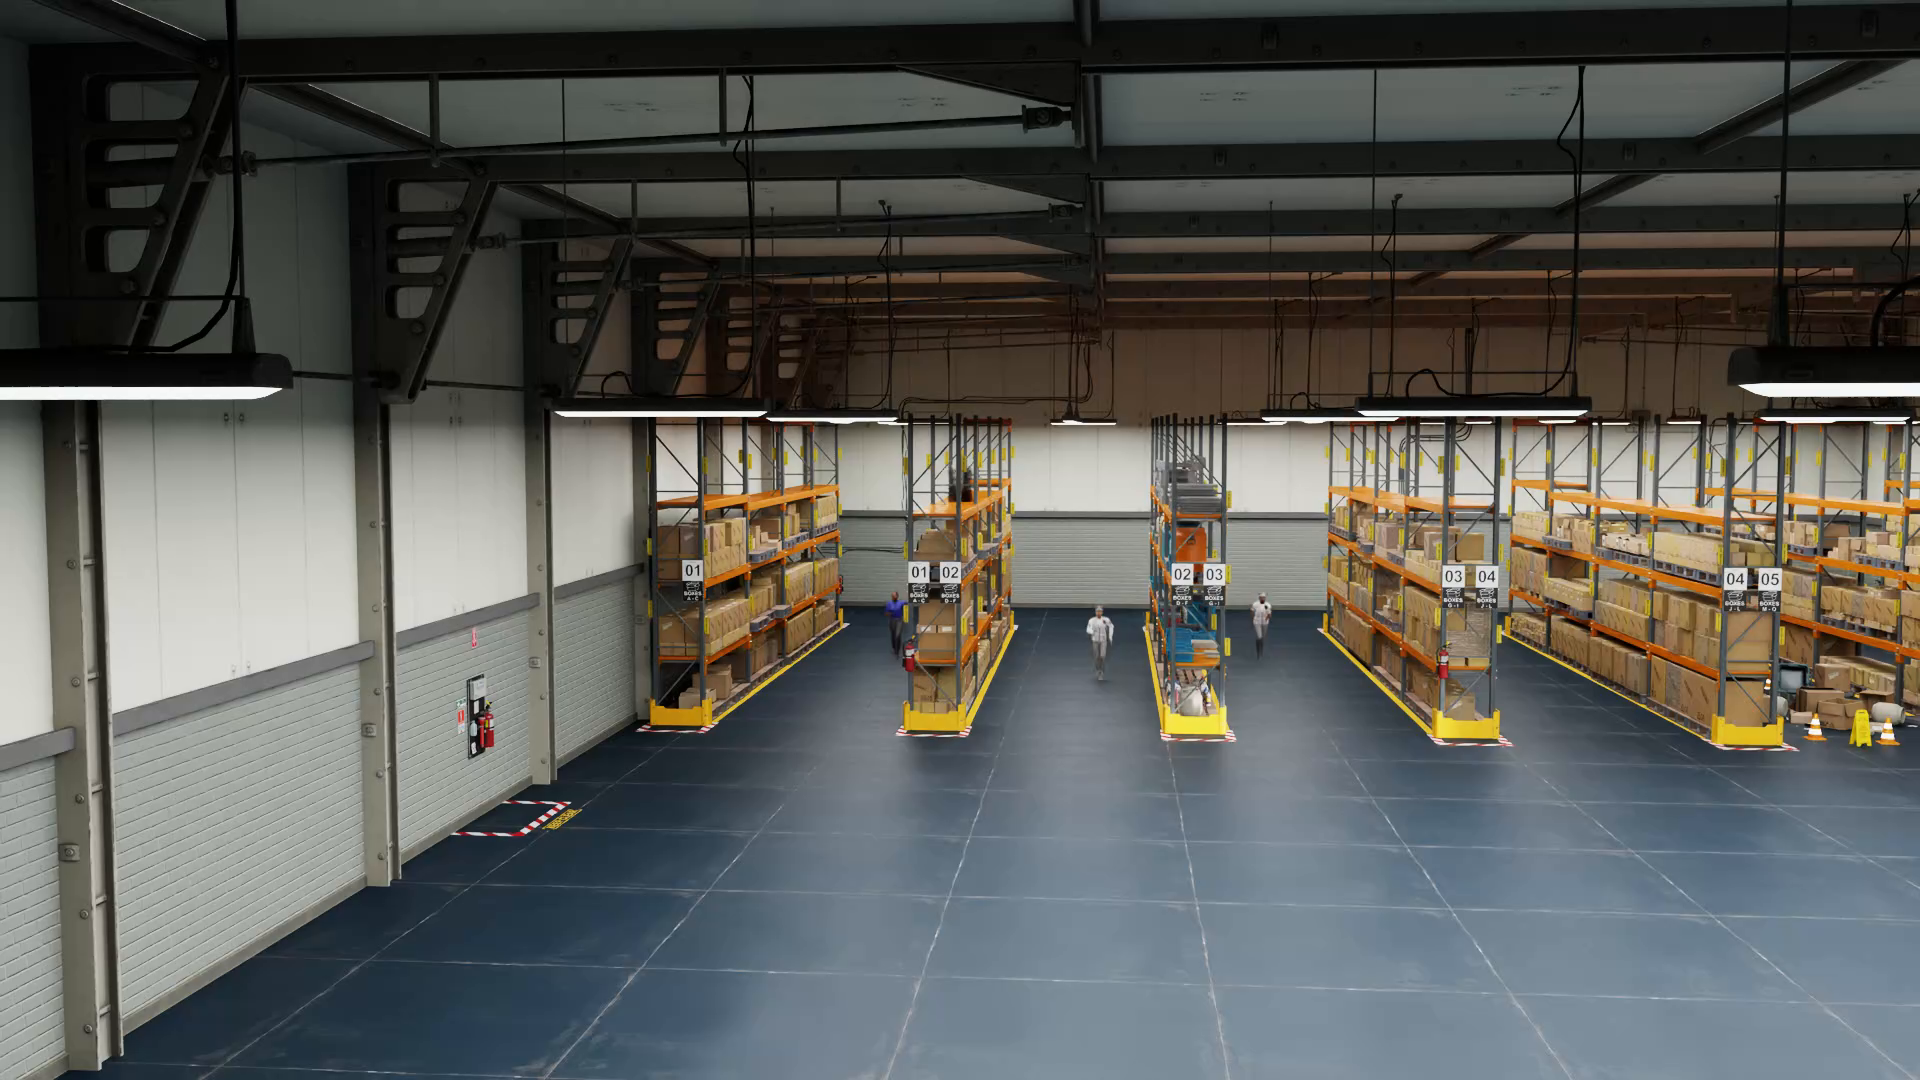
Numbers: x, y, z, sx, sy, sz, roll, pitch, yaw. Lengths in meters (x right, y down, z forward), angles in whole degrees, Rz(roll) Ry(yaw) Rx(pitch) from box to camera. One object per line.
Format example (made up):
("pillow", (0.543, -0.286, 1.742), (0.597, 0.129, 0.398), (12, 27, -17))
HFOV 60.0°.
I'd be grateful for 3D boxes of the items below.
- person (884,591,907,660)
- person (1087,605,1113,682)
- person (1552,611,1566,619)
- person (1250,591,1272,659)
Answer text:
("person", (-1.578, 2.111, 41.498), (0.579, 1.698, 0.897), (1, 4, 11))
("person", (3.177, 2.339, 37.806), (0.588, 1.740, 0.810), (1, 4, 9))
("person", (16.910, 1.789, 46.759), (0.651, 1.600, 0.546), (-3, 5, -35))
("person", (7.502, 2.116, 41.376), (0.467, 1.708, 0.804), (0, 4, -5))
